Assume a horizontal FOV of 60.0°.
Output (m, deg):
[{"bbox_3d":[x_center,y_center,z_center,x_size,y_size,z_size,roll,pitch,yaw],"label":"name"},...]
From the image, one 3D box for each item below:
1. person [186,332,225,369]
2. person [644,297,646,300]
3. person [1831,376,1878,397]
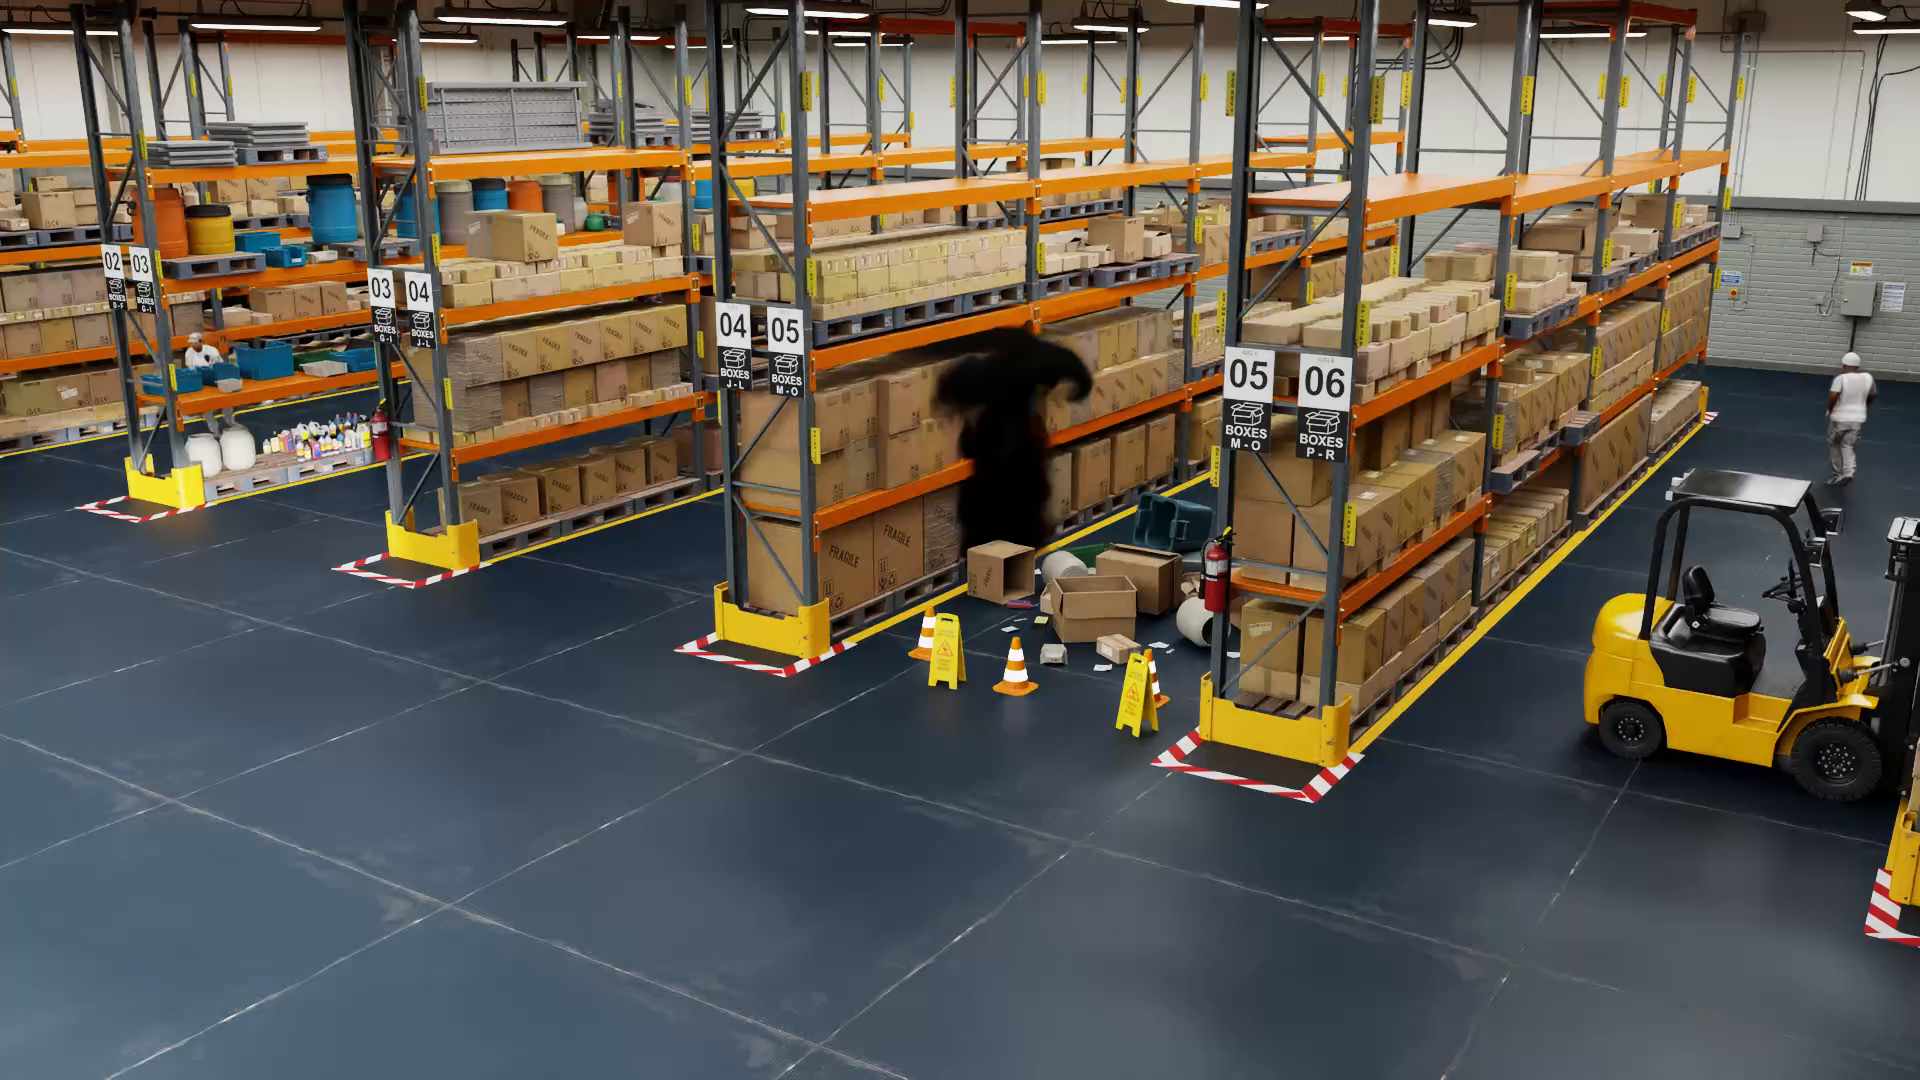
[{"bbox_3d":[-11.092,-2.617,24.401,0.551,0.884,0.494,-4,16,-14],"label":"person"},{"bbox_3d":[-5.674,-3.884,30.400,0.562,1.455,0.849,10,19,33],"label":"person"},{"bbox_3d":[11.473,-1.822,21.395,0.629,0.625,0.426,3,16,9],"label":"person"}]
